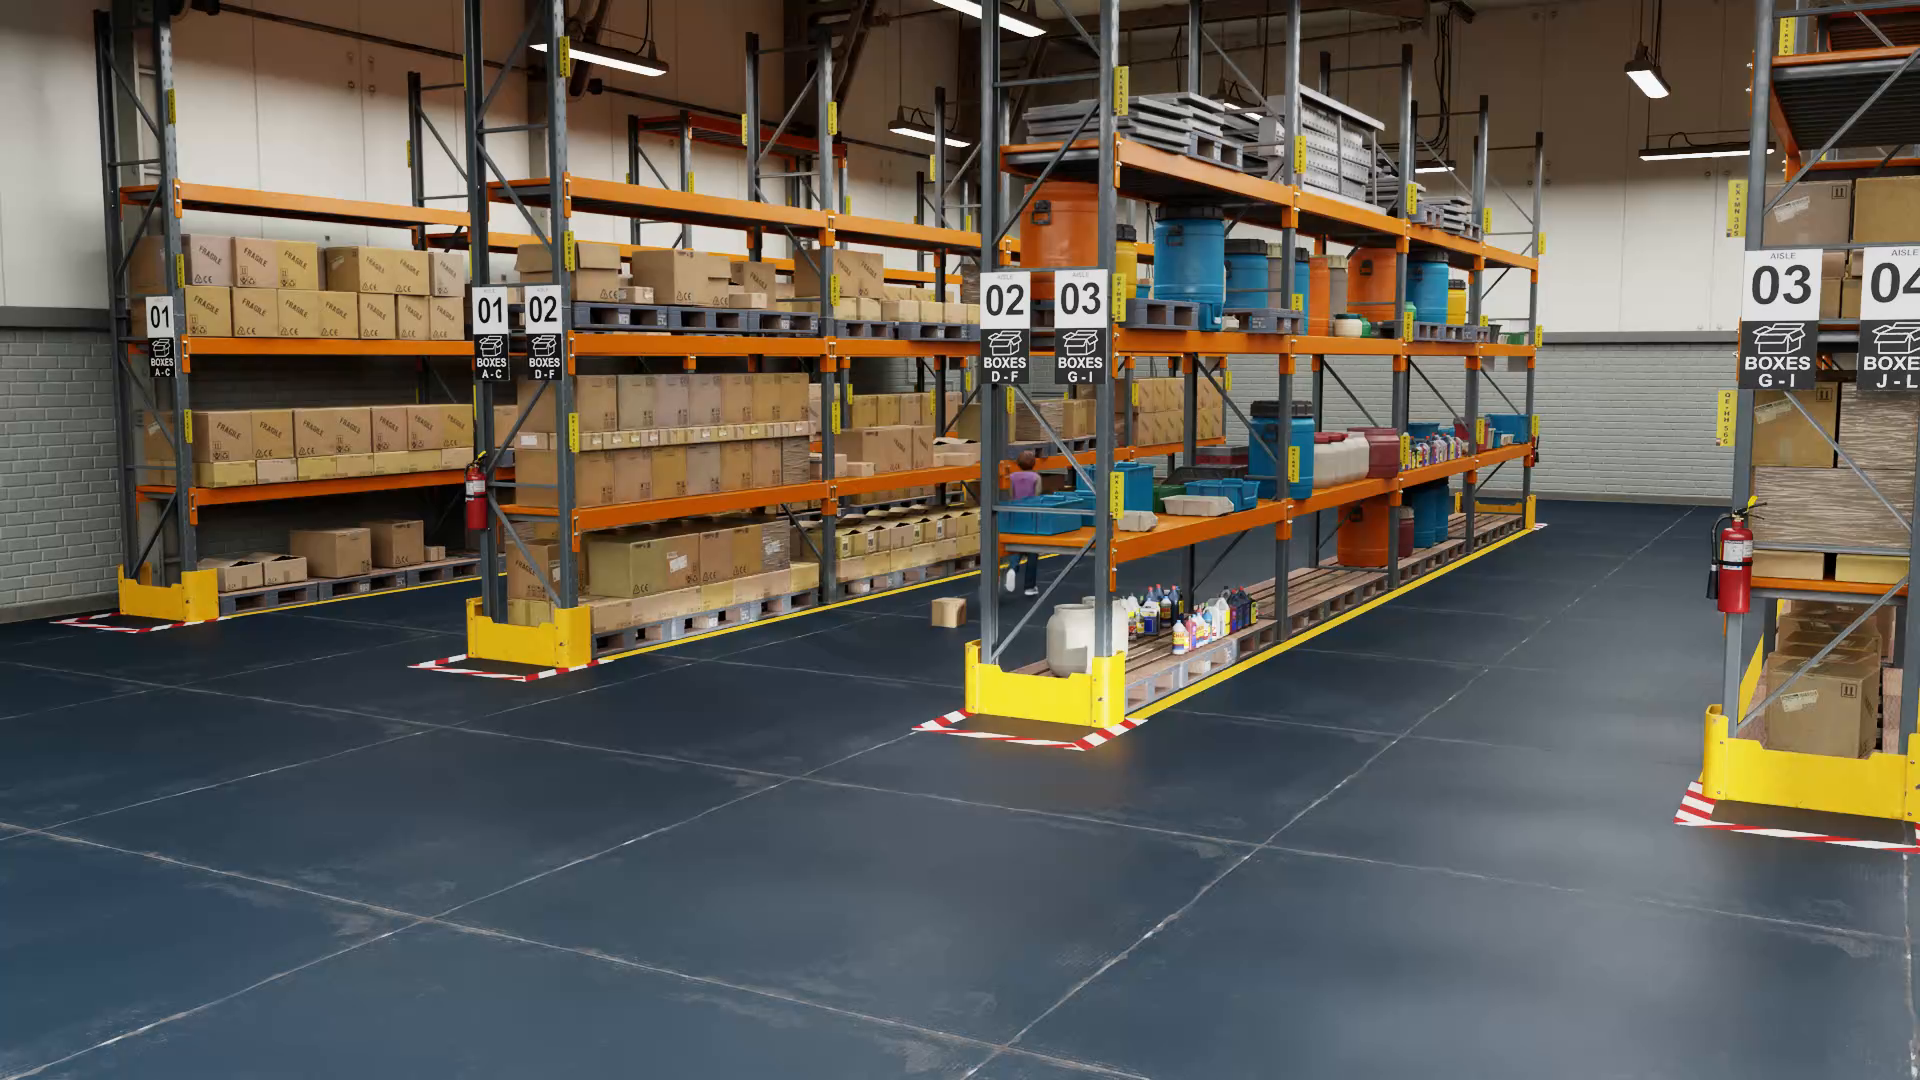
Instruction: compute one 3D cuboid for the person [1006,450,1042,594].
[{"bbox_3d":[0.703,-0.181,18.008,0.425,1.588,0.546,2,7,21],"label":"person"}]
